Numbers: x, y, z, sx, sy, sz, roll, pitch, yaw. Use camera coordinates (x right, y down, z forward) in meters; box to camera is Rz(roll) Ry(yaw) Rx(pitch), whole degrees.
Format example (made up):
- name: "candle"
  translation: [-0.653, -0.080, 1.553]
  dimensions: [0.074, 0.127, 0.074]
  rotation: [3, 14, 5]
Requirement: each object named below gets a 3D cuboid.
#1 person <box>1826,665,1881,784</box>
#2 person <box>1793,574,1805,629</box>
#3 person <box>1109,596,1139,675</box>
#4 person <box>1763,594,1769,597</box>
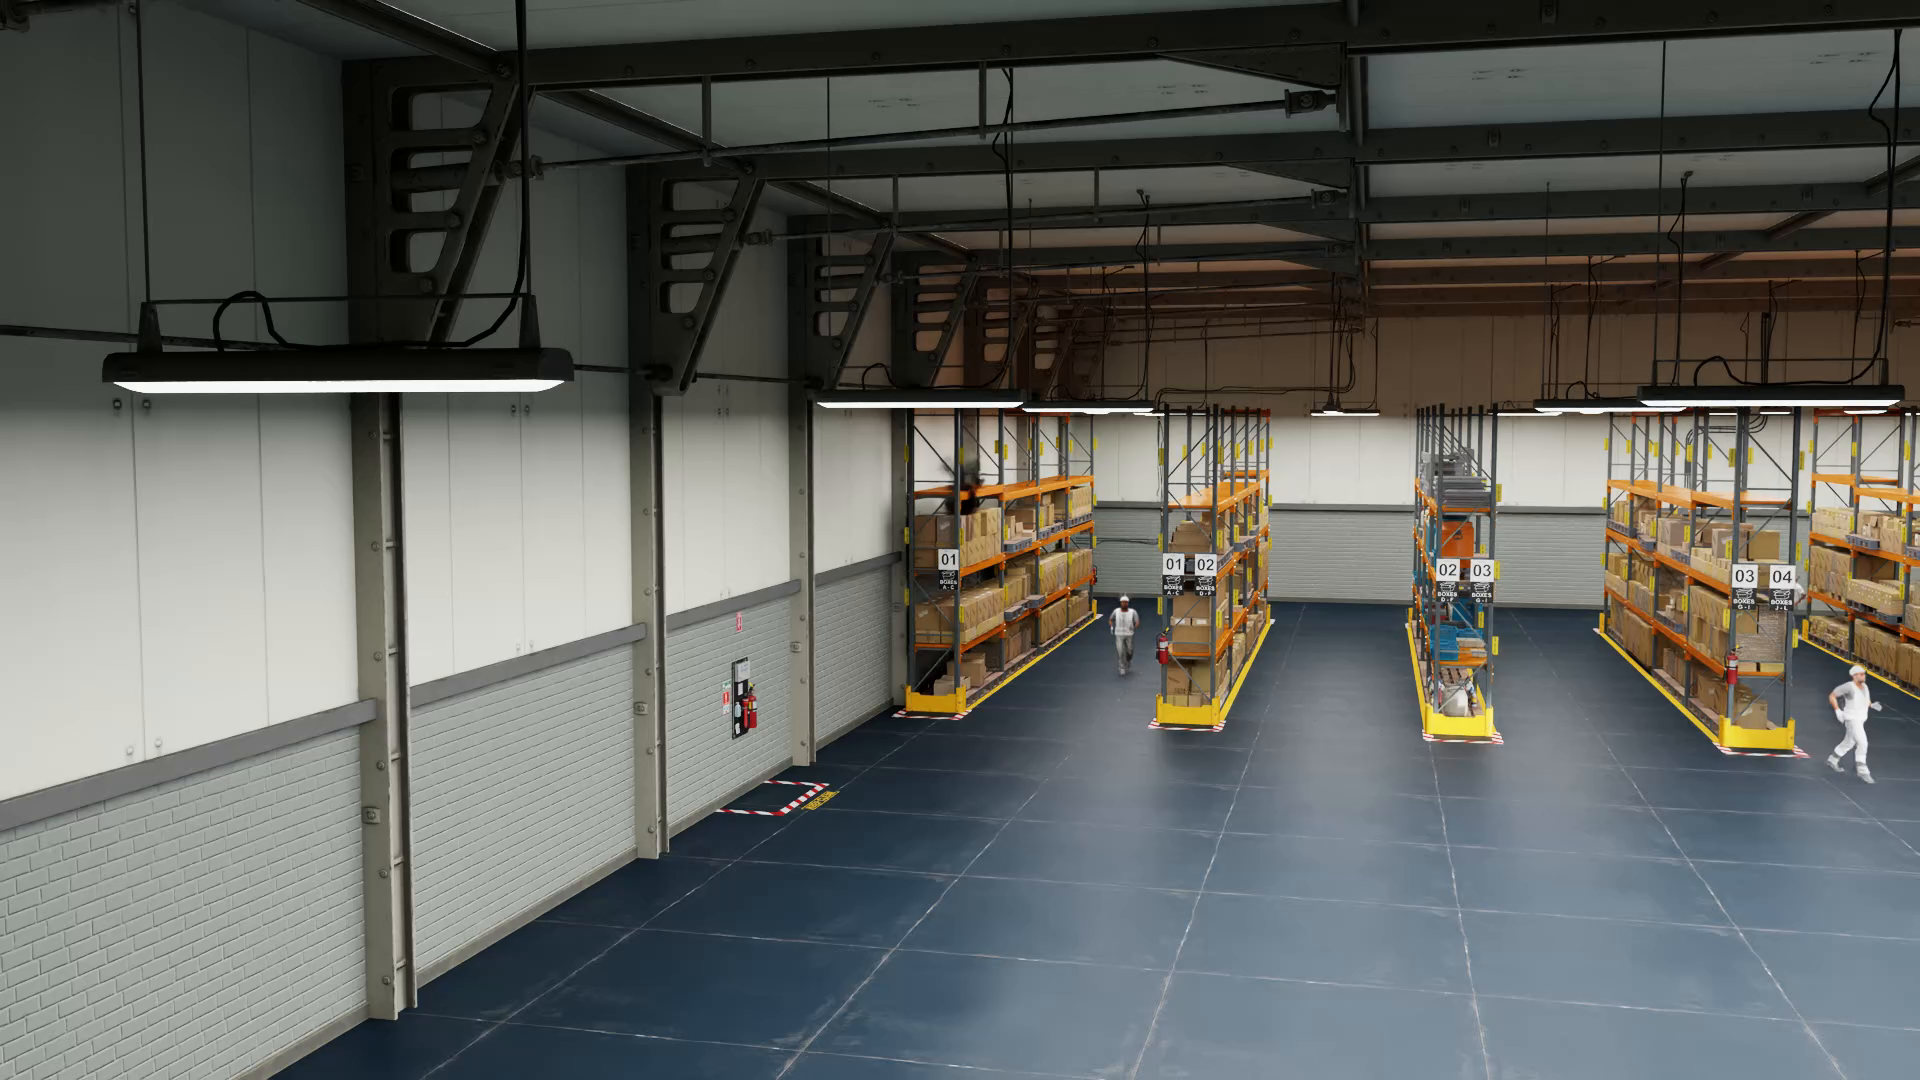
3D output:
- name: "person"
  translation: [14.230, 2.899, 26.487]
  dimensions: [0.629, 1.828, 0.855]
  rotation: [-3, 5, -34]
- name: "person"
  translation: [22.249, 1.692, 44.607]
  dimensions: [0.631, 1.645, 0.723]
  rotation: [1, 4, 17]
- name: "person"
  translation: [3.678, 2.135, 37.320]
  dimensions: [0.694, 1.747, 0.804]
  rotation: [0, 4, 7]
- name: "person"
  translation: [21.304, 1.741, 43.998]
  dimensions: [0.658, 1.620, 0.531]
  rotation: [-2, 5, -28]
